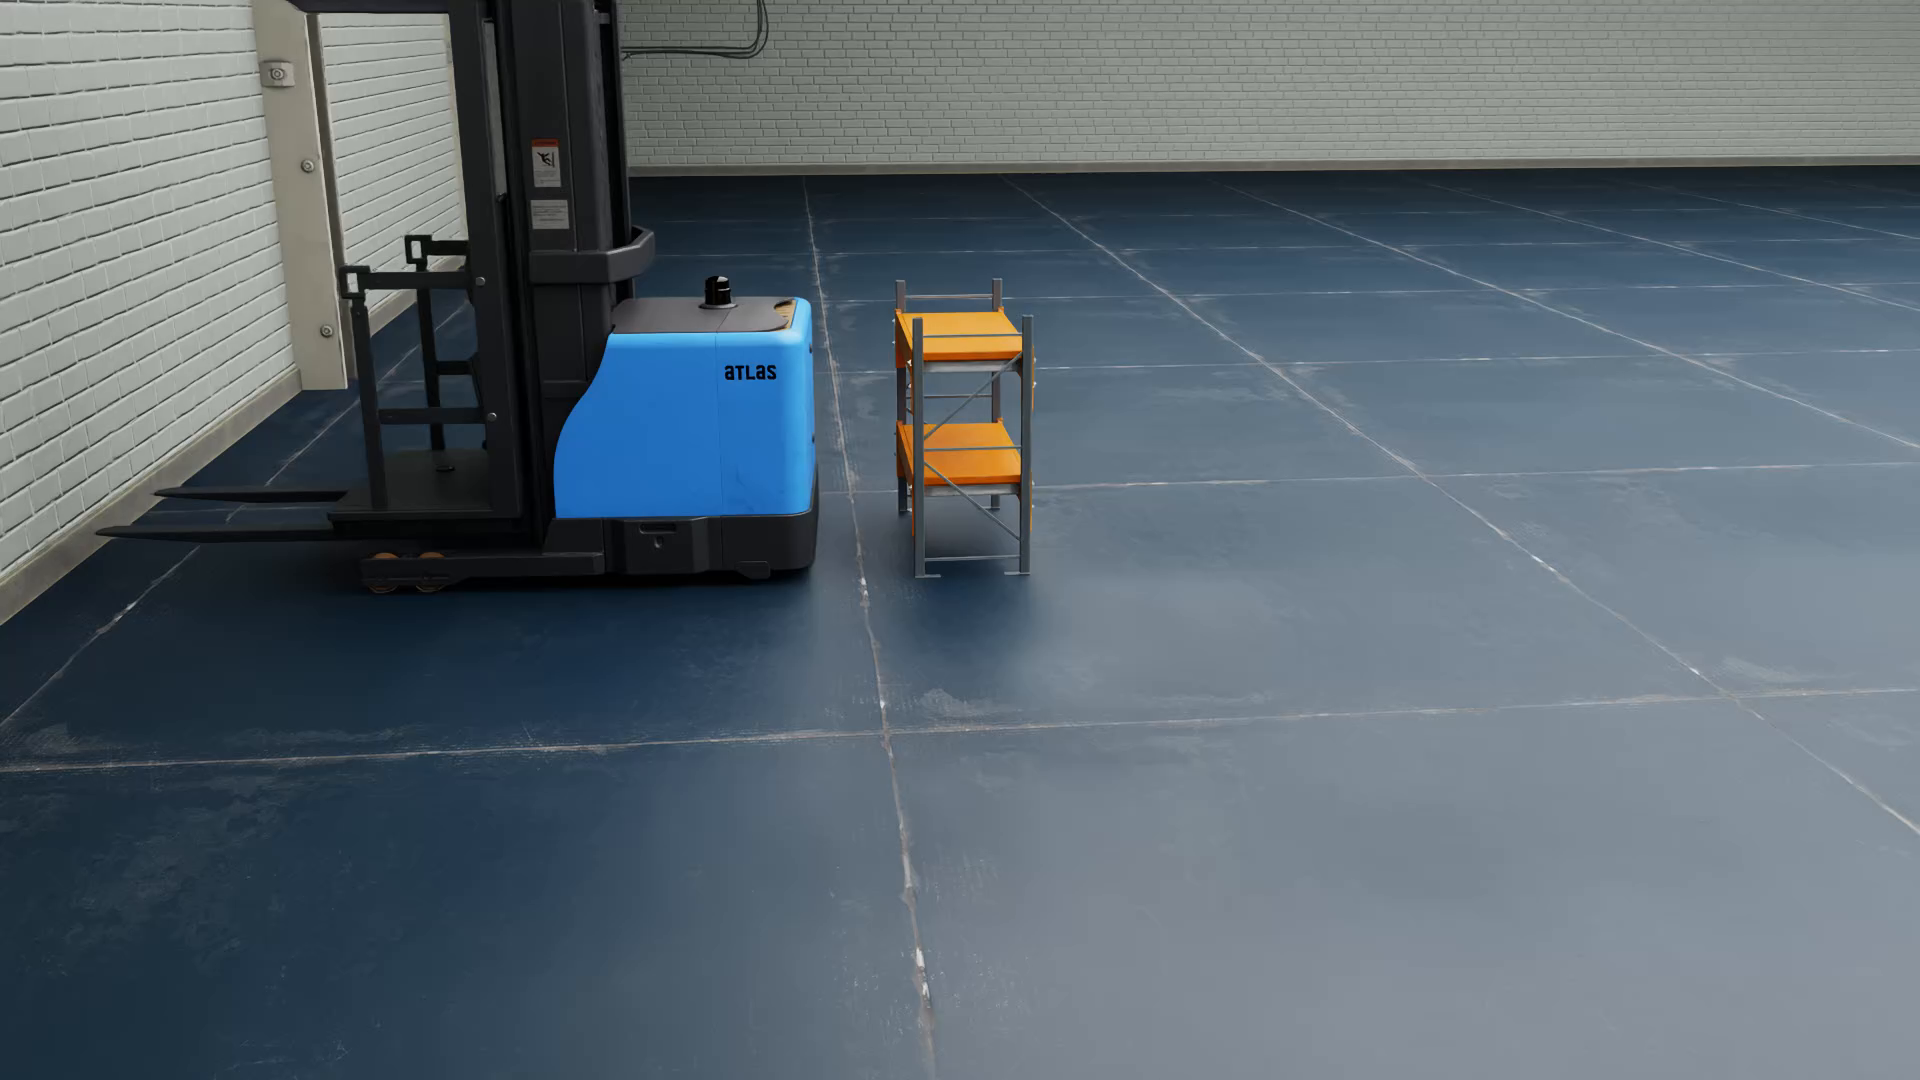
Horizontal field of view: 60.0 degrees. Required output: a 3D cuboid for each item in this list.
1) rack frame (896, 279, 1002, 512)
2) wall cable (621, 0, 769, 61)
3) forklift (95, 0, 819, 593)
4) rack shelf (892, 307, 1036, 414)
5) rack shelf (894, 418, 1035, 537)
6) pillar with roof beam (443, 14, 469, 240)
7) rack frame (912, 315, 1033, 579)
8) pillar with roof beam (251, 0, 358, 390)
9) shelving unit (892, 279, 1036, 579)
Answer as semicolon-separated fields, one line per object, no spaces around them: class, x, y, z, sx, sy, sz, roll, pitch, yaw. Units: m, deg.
rack frame;-0.052;-0.686;7.985;0.500;1.125;0.032;-2;18;-6
wall cable;-4.389;-8.340;24.401;3.097;2.526;0.112;-2;18;-6
forklift;-2.163;-1.338;7.046;3.031;2.935;1.130;-1;17;-3
rack shelf;0.001;-0.814;7.415;0.538;0.278;1.000;-2;18;-6
rack shelf;0.001;-0.301;7.575;0.538;0.278;1.000;-2;18;-6
pillar with roof beam;-0.499;-7.248;15.740;9.100;9.000;0.400;-2;18;-6
rack frame;0.053;-0.383;7.020;0.500;1.125;0.032;-2;18;-6
pillar with roof beam;0.120;-5.460;10.046;9.100;9.000;0.400;-2;18;-6
shelving unit;0.001;-0.535;7.502;0.538;1.125;1.048;-2;18;-6
